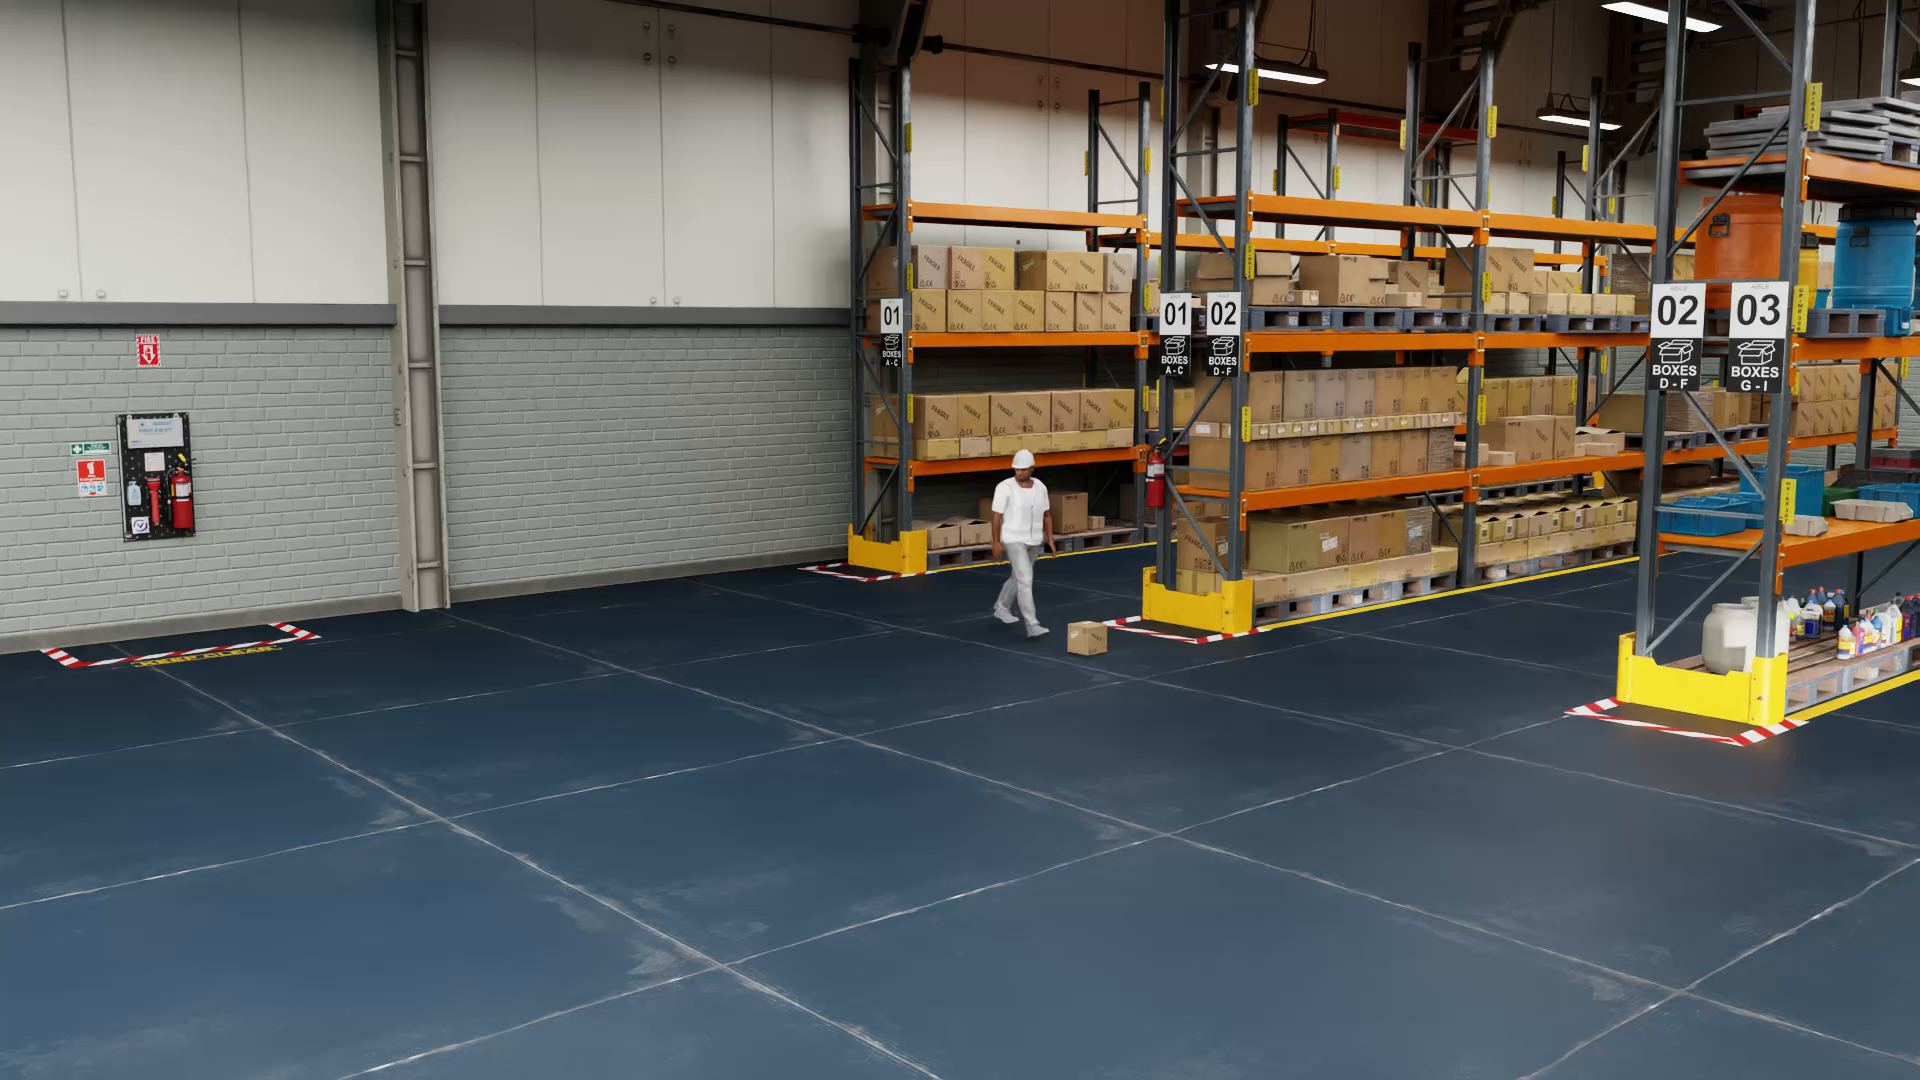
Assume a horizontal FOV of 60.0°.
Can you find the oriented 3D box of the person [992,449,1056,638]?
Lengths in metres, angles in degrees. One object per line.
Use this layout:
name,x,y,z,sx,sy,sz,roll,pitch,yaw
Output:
person,0.603,0.015,15.616,0.584,1.739,0.999,-5,9,-36
